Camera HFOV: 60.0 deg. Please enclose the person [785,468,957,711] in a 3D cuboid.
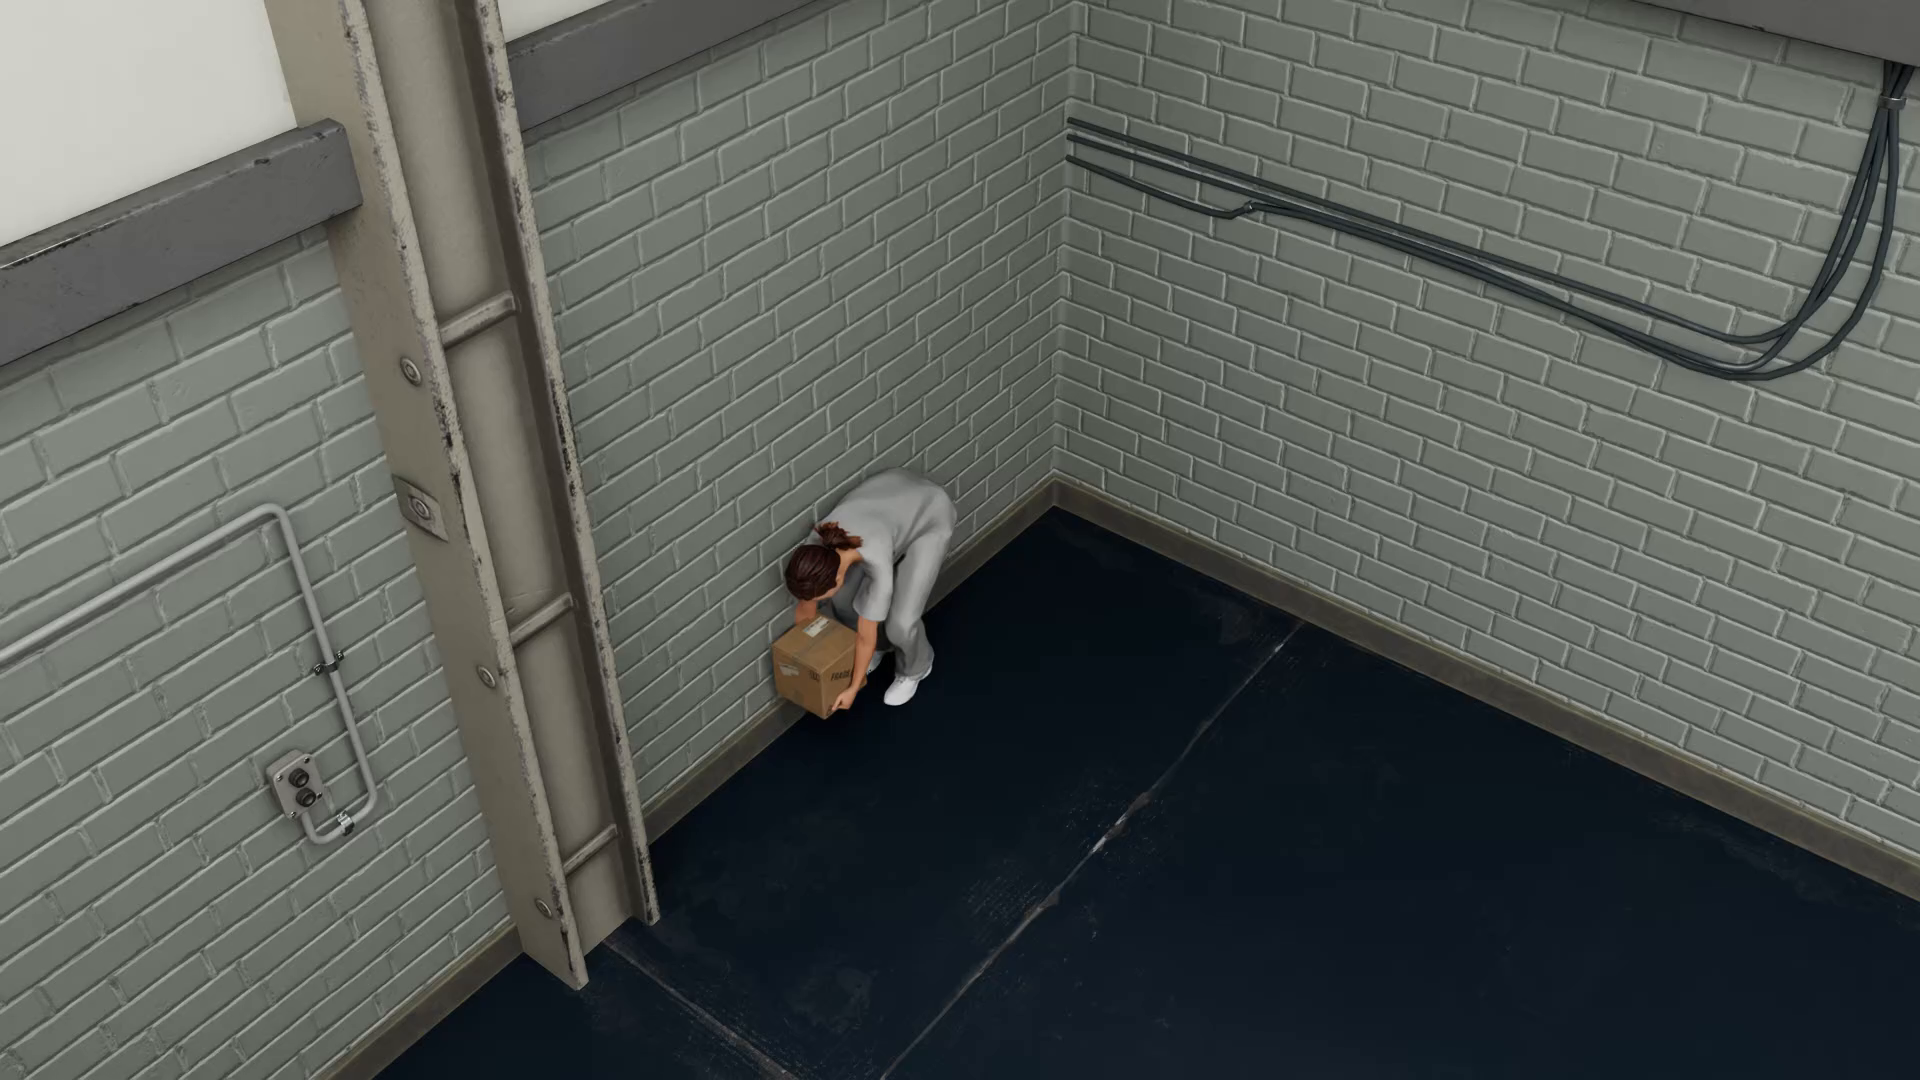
[{"bbox_3d":[-0.354,0.223,6.411,0.457,1.007,0.867,24,45,26],"label":"person"}]
